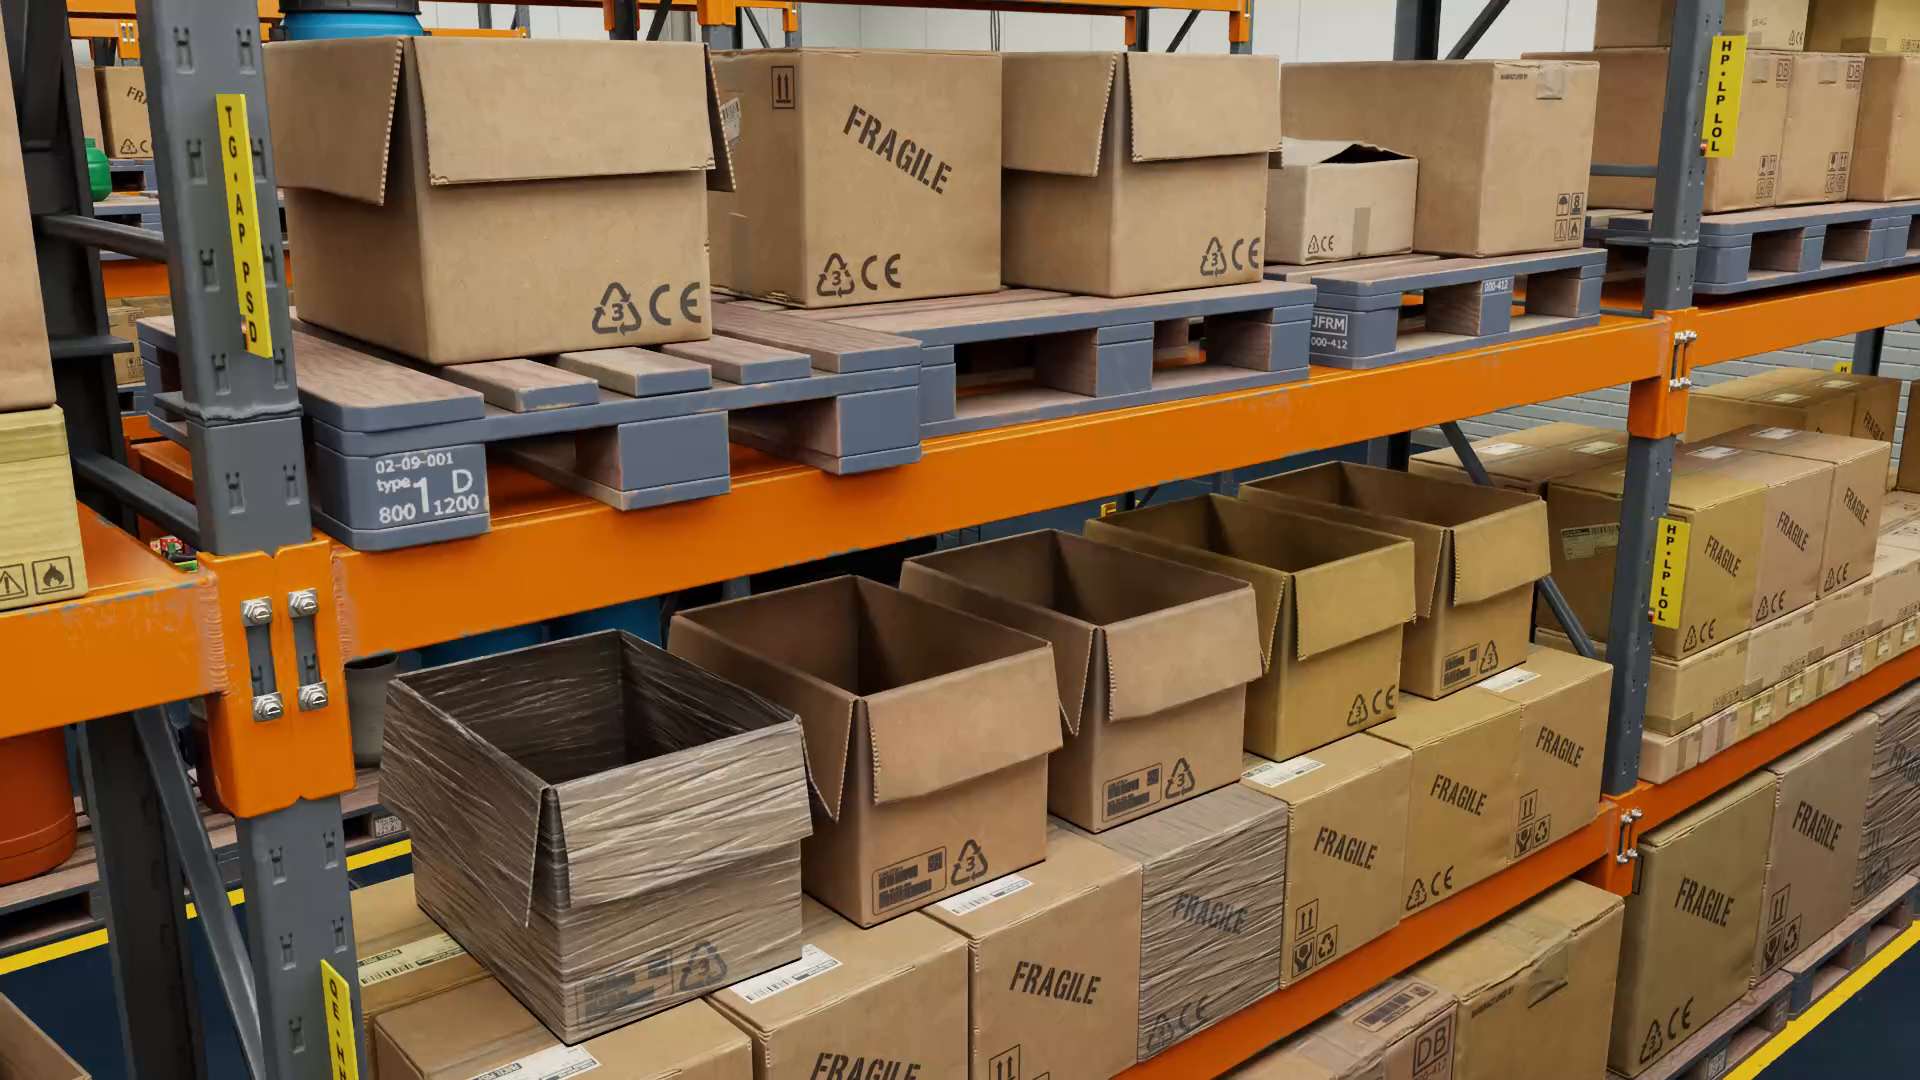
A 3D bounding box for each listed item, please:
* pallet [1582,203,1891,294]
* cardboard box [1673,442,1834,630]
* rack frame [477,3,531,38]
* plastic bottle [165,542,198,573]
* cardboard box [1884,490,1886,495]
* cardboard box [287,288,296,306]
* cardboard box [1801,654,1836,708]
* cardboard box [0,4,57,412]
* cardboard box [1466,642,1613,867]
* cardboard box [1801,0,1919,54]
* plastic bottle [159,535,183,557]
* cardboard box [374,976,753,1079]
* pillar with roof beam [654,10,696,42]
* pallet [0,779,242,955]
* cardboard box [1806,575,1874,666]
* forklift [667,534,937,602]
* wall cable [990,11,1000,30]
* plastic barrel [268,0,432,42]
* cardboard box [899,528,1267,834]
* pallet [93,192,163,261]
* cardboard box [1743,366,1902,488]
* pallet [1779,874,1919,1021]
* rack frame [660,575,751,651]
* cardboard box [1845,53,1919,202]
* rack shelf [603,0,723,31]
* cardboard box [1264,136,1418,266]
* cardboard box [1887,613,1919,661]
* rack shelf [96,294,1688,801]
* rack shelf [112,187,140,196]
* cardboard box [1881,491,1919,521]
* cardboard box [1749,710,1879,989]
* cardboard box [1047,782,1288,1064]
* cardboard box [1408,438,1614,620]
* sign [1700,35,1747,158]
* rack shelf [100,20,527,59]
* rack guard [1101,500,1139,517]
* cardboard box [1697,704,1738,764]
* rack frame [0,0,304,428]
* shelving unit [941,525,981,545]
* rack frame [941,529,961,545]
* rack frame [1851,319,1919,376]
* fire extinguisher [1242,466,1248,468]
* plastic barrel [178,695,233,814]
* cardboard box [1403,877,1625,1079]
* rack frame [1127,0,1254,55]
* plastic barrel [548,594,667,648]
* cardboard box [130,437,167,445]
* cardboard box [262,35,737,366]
[{"bbox_3d":[2.376,-1.026,5.637,1.213,0.211,1.003,-13,19,-39],"label":"pallet"},{"bbox_3d":[2.658,-0.030,5.809,0.500,0.500,0.500,-13,19,-39],"label":"cardboard box"},{"bbox_3d":[-4.985,-5.952,18.094,0.127,3.000,1.000,-13,19,-39],"label":"rack frame"},{"bbox_3d":[-3.324,0.145,7.120,0.133,0.283,0.061,-13,19,-39],"label":"plastic bottle"},{"bbox_3d":[3.843,-0.114,7.577,0.500,0.250,0.500,-13,20,-40],"label":"cardboard box"},{"bbox_3d":[-5.252,-1.626,12.519,0.700,0.500,0.500,8,17,28],"label":"cardboard box"},{"bbox_3d":[2.980,0.476,6.143,0.250,0.149,0.380,-13,20,-40],"label":"cardboard box"},{"bbox_3d":[-1.461,-0.415,2.015,0.500,0.500,0.500,-12,19,-38],"label":"cardboard box"},{"bbox_3d":[1.579,0.601,4.993,0.500,0.500,0.500,-13,19,-39],"label":"cardboard box"},{"bbox_3d":[3.239,-1.931,6.200,0.500,0.250,0.500,-13,20,-41],"label":"cardboard box"},{"bbox_3d":[-3.704,0.004,7.806,0.097,0.201,0.097,0,15,0],"label":"plastic bottle"},{"bbox_3d":[-0.720,1.117,3.061,0.500,0.500,0.500,-12,19,-38],"label":"cardboard box"},{"bbox_3d":[-0.690,-5.739,17.299,0.400,9.000,9.100,-13,19,-39],"label":"pillar with roof beam"},{"bbox_3d":[-3.949,1.436,7.464,1.213,0.211,1.003,-13,19,-39],"label":"pallet"},{"bbox_3d":[3.044,0.245,6.234,0.500,0.250,0.500,-12,19,-38],"label":"cardboard box"},{"bbox_3d":[-1.638,-1.051,11.505,3.031,2.935,1.130,-12,19,-37],"label":"forklift"},{"bbox_3d":[1.292,-7.253,19.198,0.112,2.526,3.097,-13,19,-39],"label":"wall cable"},{"bbox_3d":[-2.686,-2.022,7.411,0.708,0.901,0.600,-13,19,-39],"label":"plastic barrel"},{"bbox_3d":[0.292,0.316,4.115,0.637,0.503,0.797,-12,19,-38],"label":"cardboard box"},{"bbox_3d":[-3.875,-1.238,6.625,1.213,0.211,1.003,-13,19,-39],"label":"pallet"},{"bbox_3d":[3.853,-0.480,7.497,0.500,0.500,0.500,-13,20,-41],"label":"cardboard box"},{"bbox_3d":[3.298,1.543,7.064,1.213,0.211,1.003,-13,19,-39],"label":"pallet"},{"bbox_3d":[-1.499,-0.447,9.111,0.127,3.000,1.000,-13,19,-39],"label":"rack frame"},{"bbox_3d":[3.199,-1.527,6.140,0.500,0.500,0.700,-12,19,-37],"label":"cardboard box"},{"bbox_3d":[-3.008,-2.466,7.213,4.000,0.370,1.077,-13,19,-39],"label":"rack shelf"},{"bbox_3d":[0.866,-0.923,4.441,0.500,0.311,0.500,-14,20,-41],"label":"cardboard box"},{"bbox_3d":[3.564,0.344,6.635,0.250,0.149,0.380,-12,19,-38],"label":"cardboard box"},{"bbox_3d":[0.243,-0.246,3.938,4.000,0.370,1.077,-13,19,-39],"label":"rack shelf"},{"bbox_3d":[-6.257,-2.175,11.161,4.000,0.370,1.077,-13,19,-39],"label":"rack shelf"},{"bbox_3d":[4.195,-0.012,7.197,0.500,0.250,0.500,-13,20,-40],"label":"cardboard box"},{"bbox_3d":[2.982,1.092,6.652,0.875,0.875,0.875,-13,19,-39],"label":"cardboard box"},{"bbox_3d":[0.430,0.858,4.033,0.500,0.500,0.500,-13,19,-39],"label":"cardboard box"},{"bbox_3d":[1.923,-0.046,5.872,0.500,0.500,0.500,-12,19,-38],"label":"cardboard box"},{"bbox_3d":[2.116,-1.230,4.617,0.005,0.325,0.100,-13,19,-39],"label":"sign"},{"bbox_3d":[-6.494,-5.072,16.970,4.000,0.370,1.077,-13,19,-39],"label":"rack shelf"},{"bbox_3d":[1.528,0.076,11.995,0.348,0.500,1.175,-13,19,-39],"label":"rack guard"},{"bbox_3d":[2.392,0.609,5.645,0.250,0.149,0.380,-14,20,-41],"label":"cardboard box"},{"bbox_3d":[-1.265,-1.704,2.190,0.127,3.000,1.000,-13,19,-39],"label":"rack frame"},{"bbox_3d":[0.006,-0.436,13.139,0.210,0.900,0.258,-13,20,-39],"label":"shelving unit"},{"bbox_3d":[-0.071,-0.419,13.075,0.006,0.900,0.240,-13,20,-39],"label":"rack frame"},{"bbox_3d":[4.770,-0.160,8.038,0.127,3.000,1.000,-13,19,-39],"label":"rack frame"},{"bbox_3d":[1.931,-0.844,11.470,0.183,0.674,0.296,-13,19,-39],"label":"fire extinguisher"},{"bbox_3d":[-3.307,0.915,7.870,0.708,0.588,0.600,-13,19,-39],"label":"plastic barrel"},{"bbox_3d":[1.283,1.453,5.301,0.875,0.875,1.225,-13,19,-39],"label":"cardboard box"},{"bbox_3d":[1.518,-4.023,10.874,0.127,3.000,1.000,-13,19,-39],"label":"rack frame"},{"bbox_3d":[-1.921,0.453,8.995,0.708,0.901,0.600,-13,19,-39],"label":"plastic barrel"},{"bbox_3d":[-6.027,-0.575,12.129,0.500,0.250,0.500,-13,19,-39],"label":"cardboard box"},{"bbox_3d":[-0.852,-0.624,2.949,0.637,0.503,0.797,-11,19,-36],"label":"cardboard box"}]
